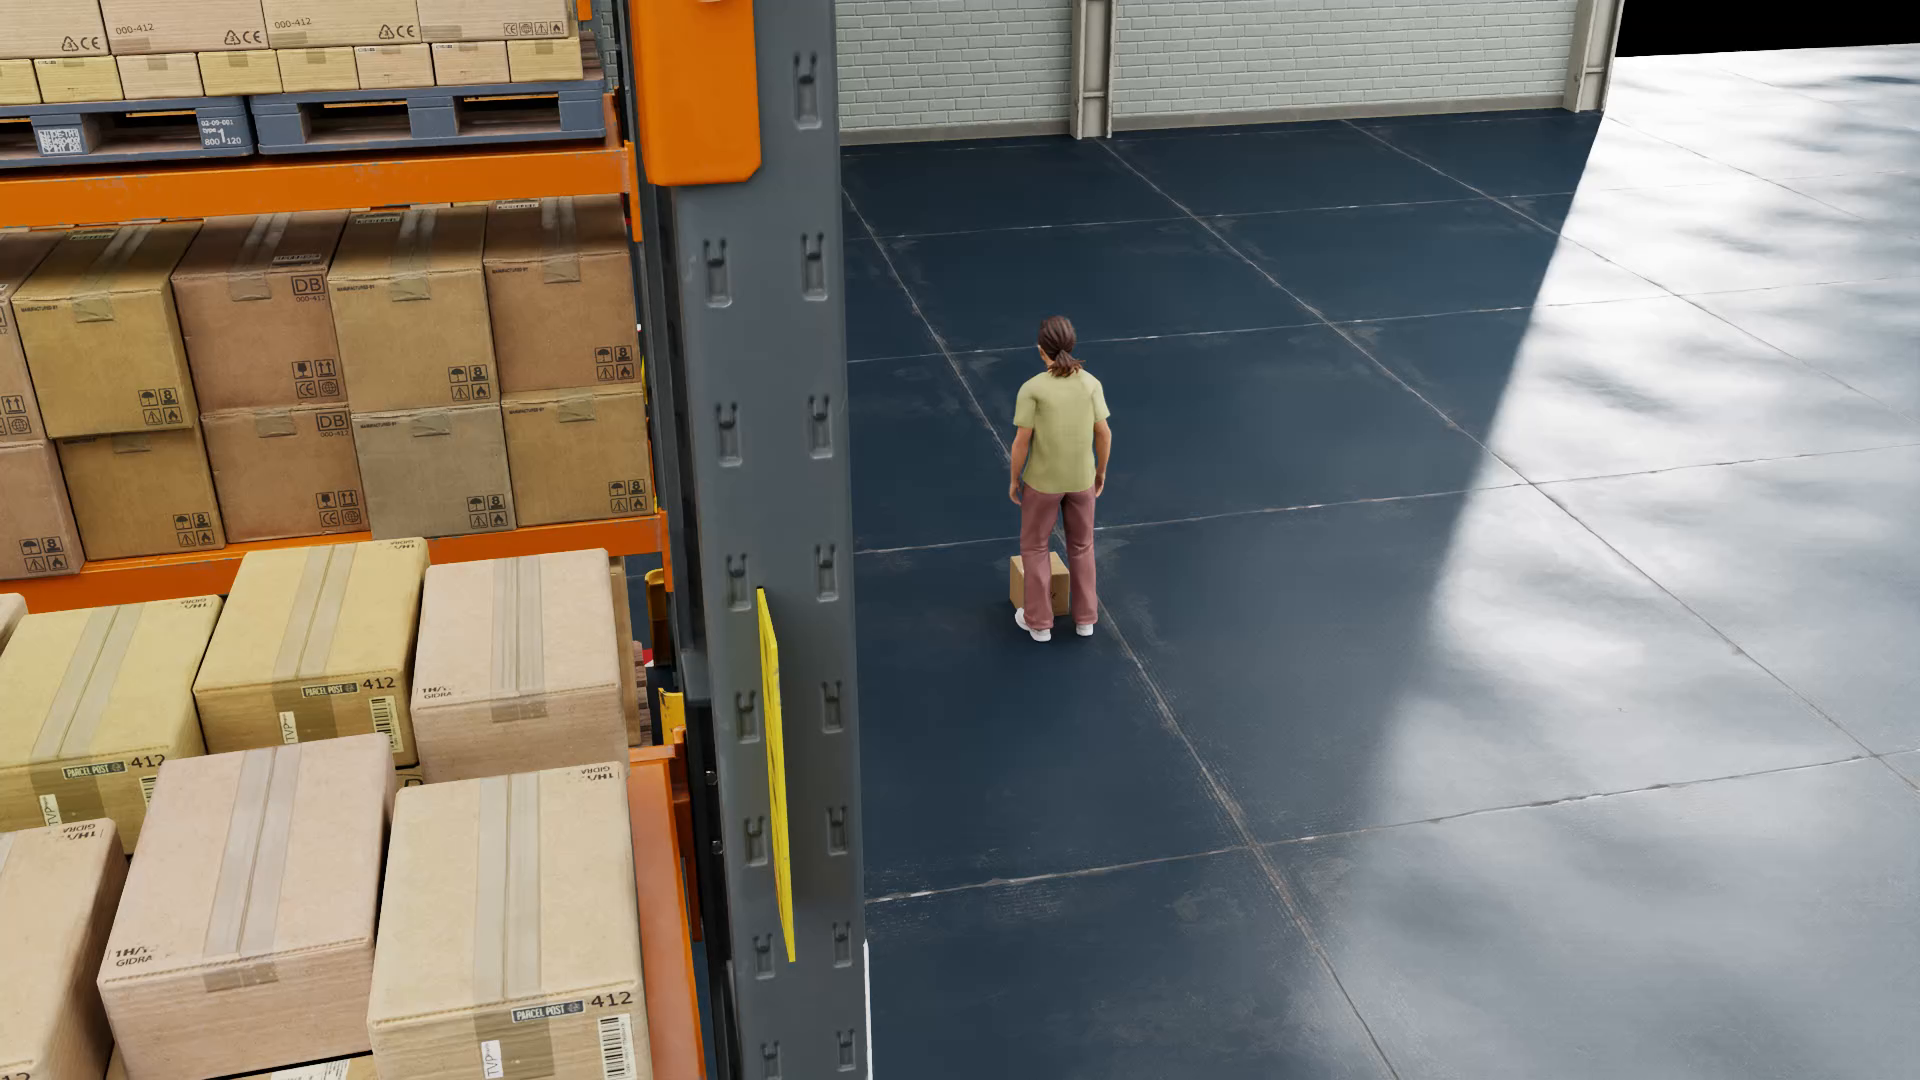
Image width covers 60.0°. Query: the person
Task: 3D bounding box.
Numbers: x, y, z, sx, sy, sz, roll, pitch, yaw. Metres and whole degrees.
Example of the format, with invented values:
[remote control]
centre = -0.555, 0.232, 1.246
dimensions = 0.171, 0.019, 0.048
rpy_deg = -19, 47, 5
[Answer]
[person]
centre = 0.481, -0.288, 8.187
dimensions = 0.499, 1.673, 0.356
rpy_deg = -6, 27, -11
